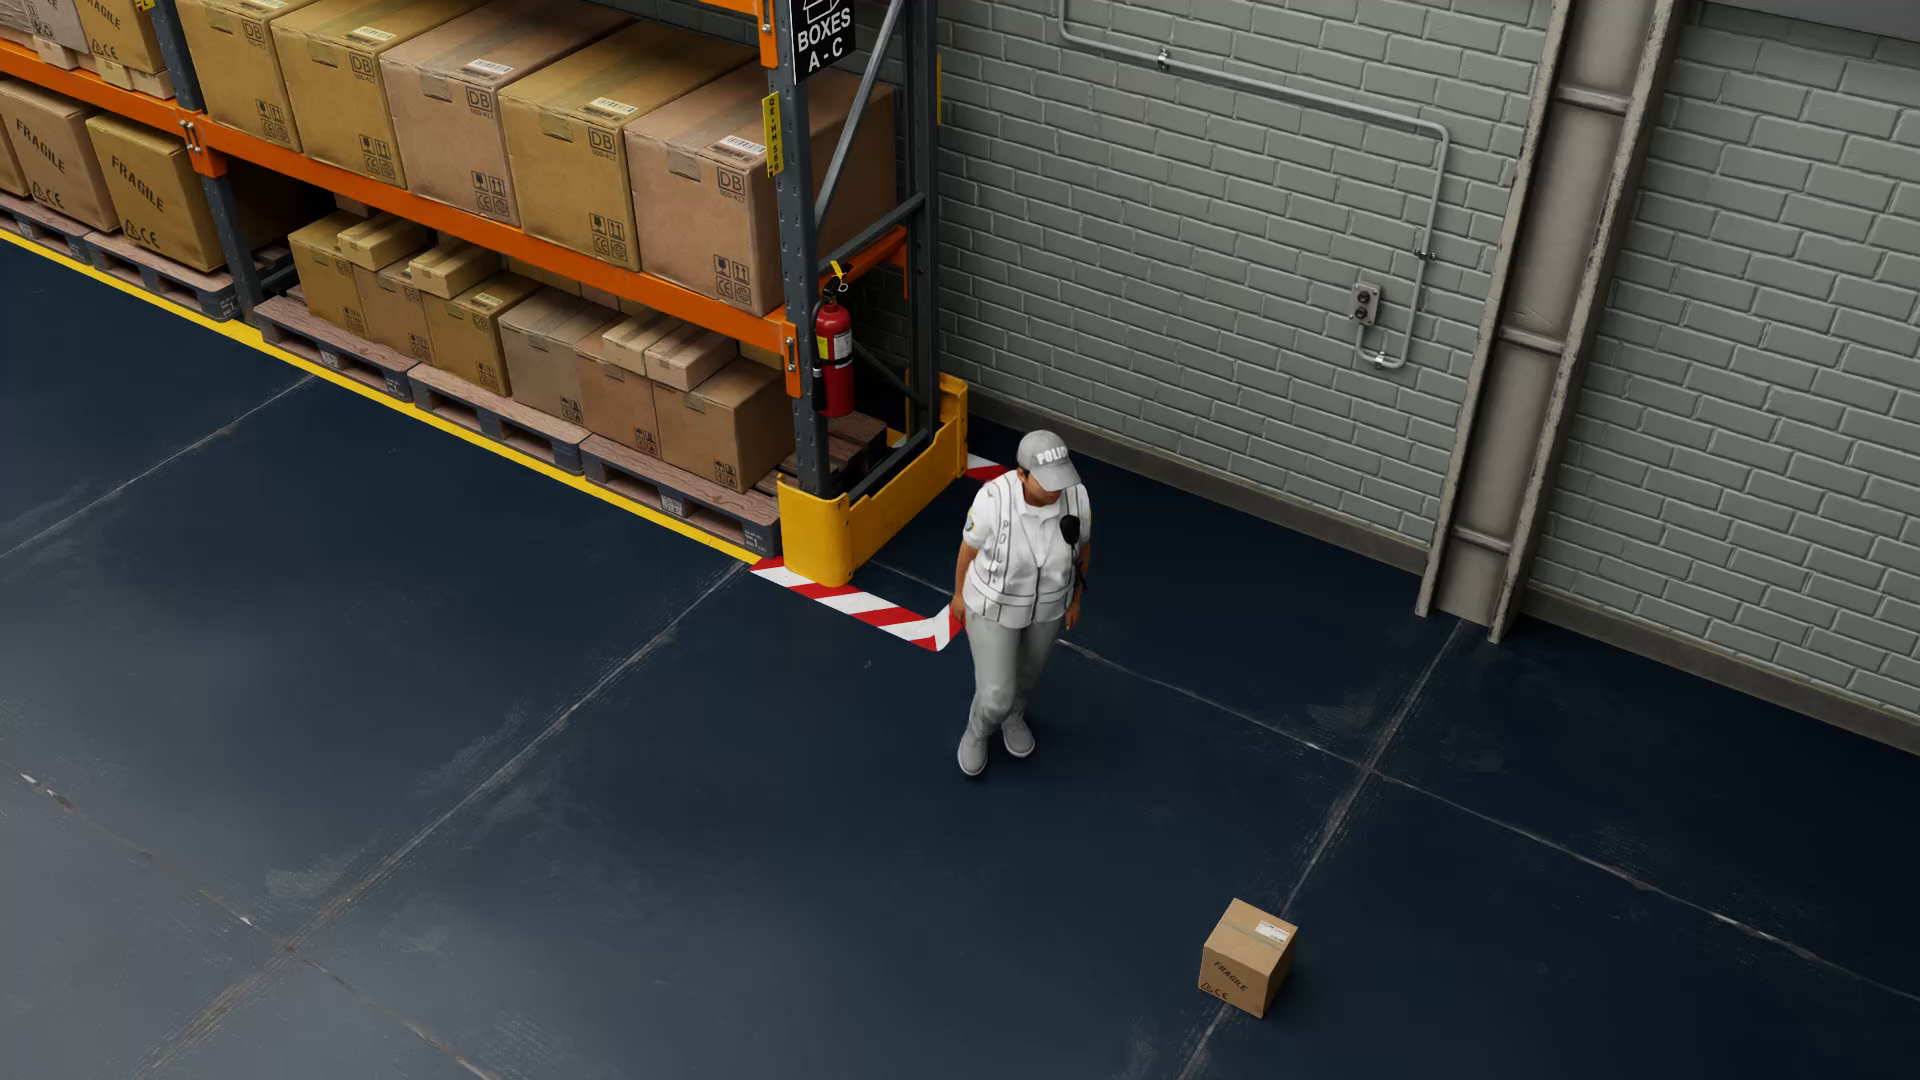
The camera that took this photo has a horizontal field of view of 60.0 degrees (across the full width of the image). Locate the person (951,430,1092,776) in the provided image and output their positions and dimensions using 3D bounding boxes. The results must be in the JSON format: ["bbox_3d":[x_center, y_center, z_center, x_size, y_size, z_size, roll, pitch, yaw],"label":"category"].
[{"bbox_3d":[0.238,0.239,6.357,0.522,1.647,0.510,-12,40,-15],"label":"person"}]
